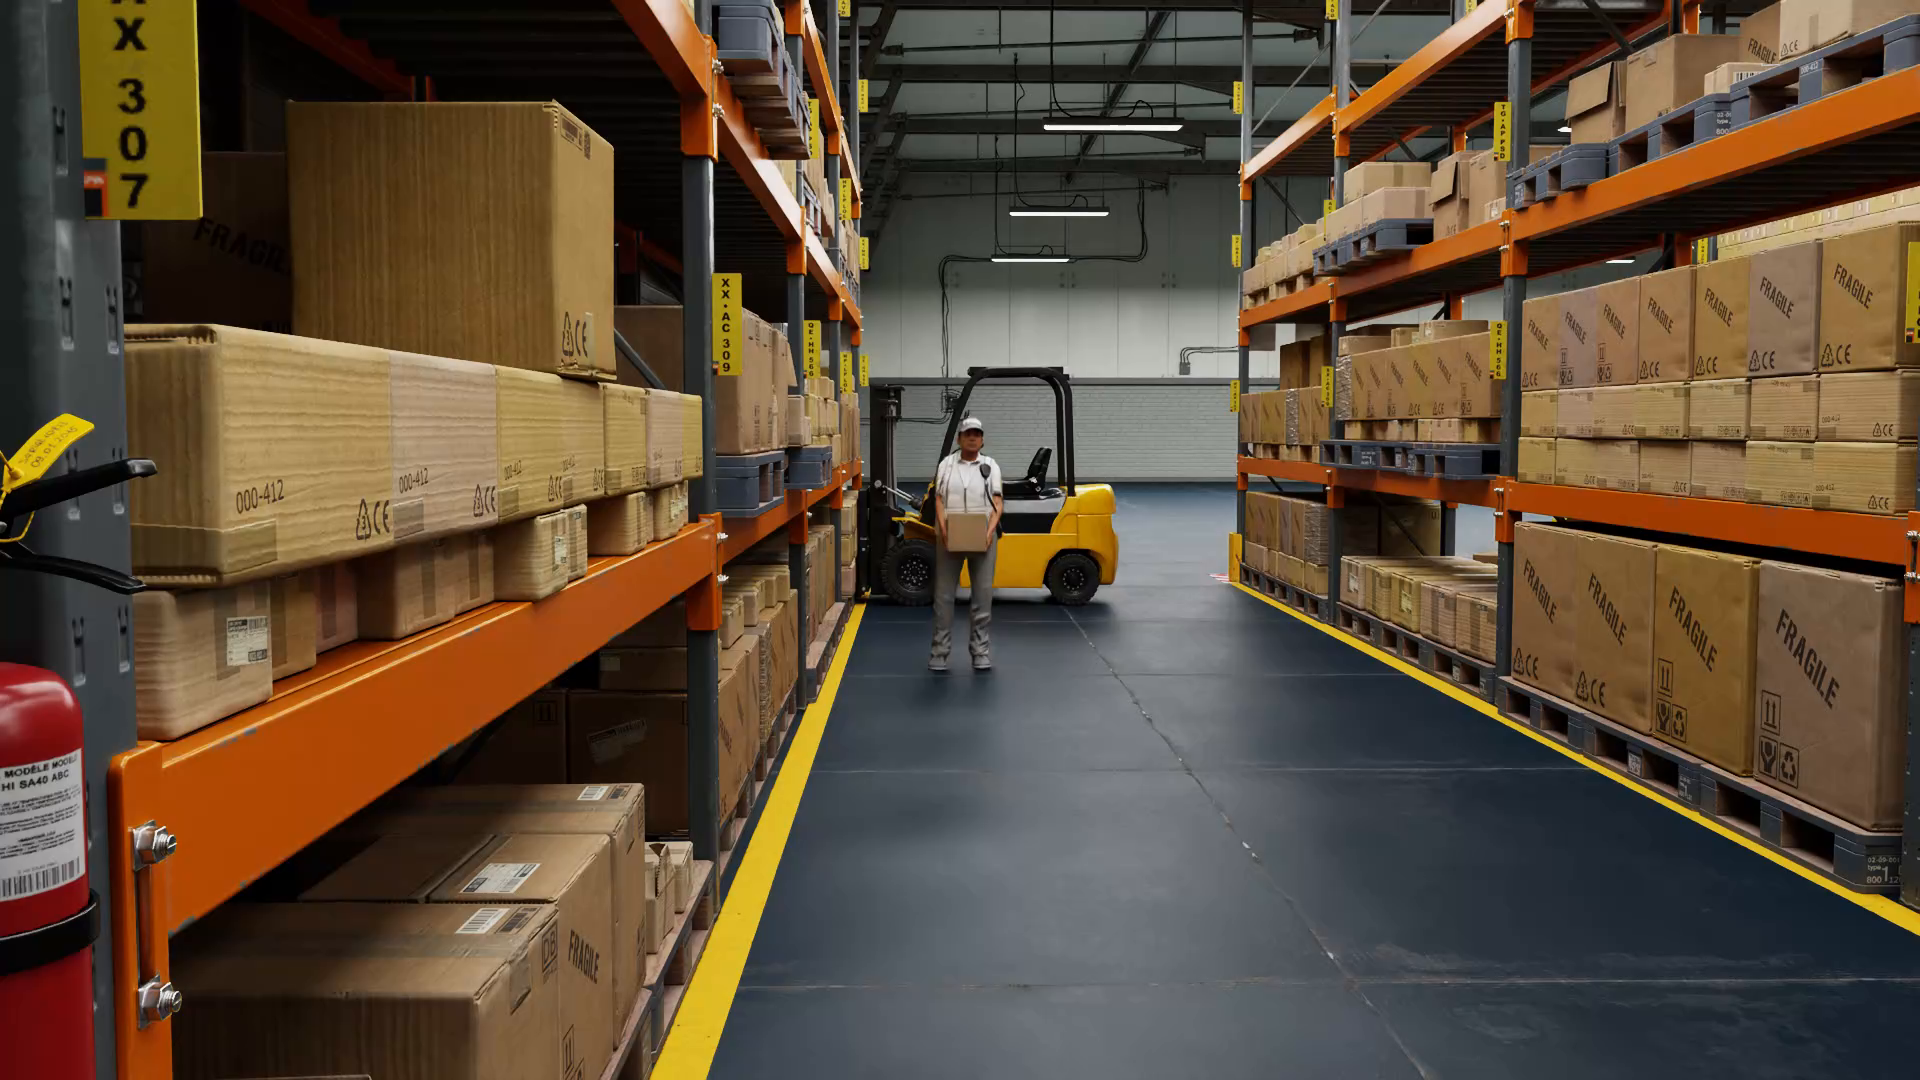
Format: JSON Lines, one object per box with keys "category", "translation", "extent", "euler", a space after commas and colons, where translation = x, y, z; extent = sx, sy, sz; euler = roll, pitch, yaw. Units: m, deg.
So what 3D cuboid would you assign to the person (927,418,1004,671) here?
{"category": "person", "translation": [0.037, 0.024, 11.079], "extent": [0.509, 1.670, 0.497], "euler": [0, 4, 0]}
